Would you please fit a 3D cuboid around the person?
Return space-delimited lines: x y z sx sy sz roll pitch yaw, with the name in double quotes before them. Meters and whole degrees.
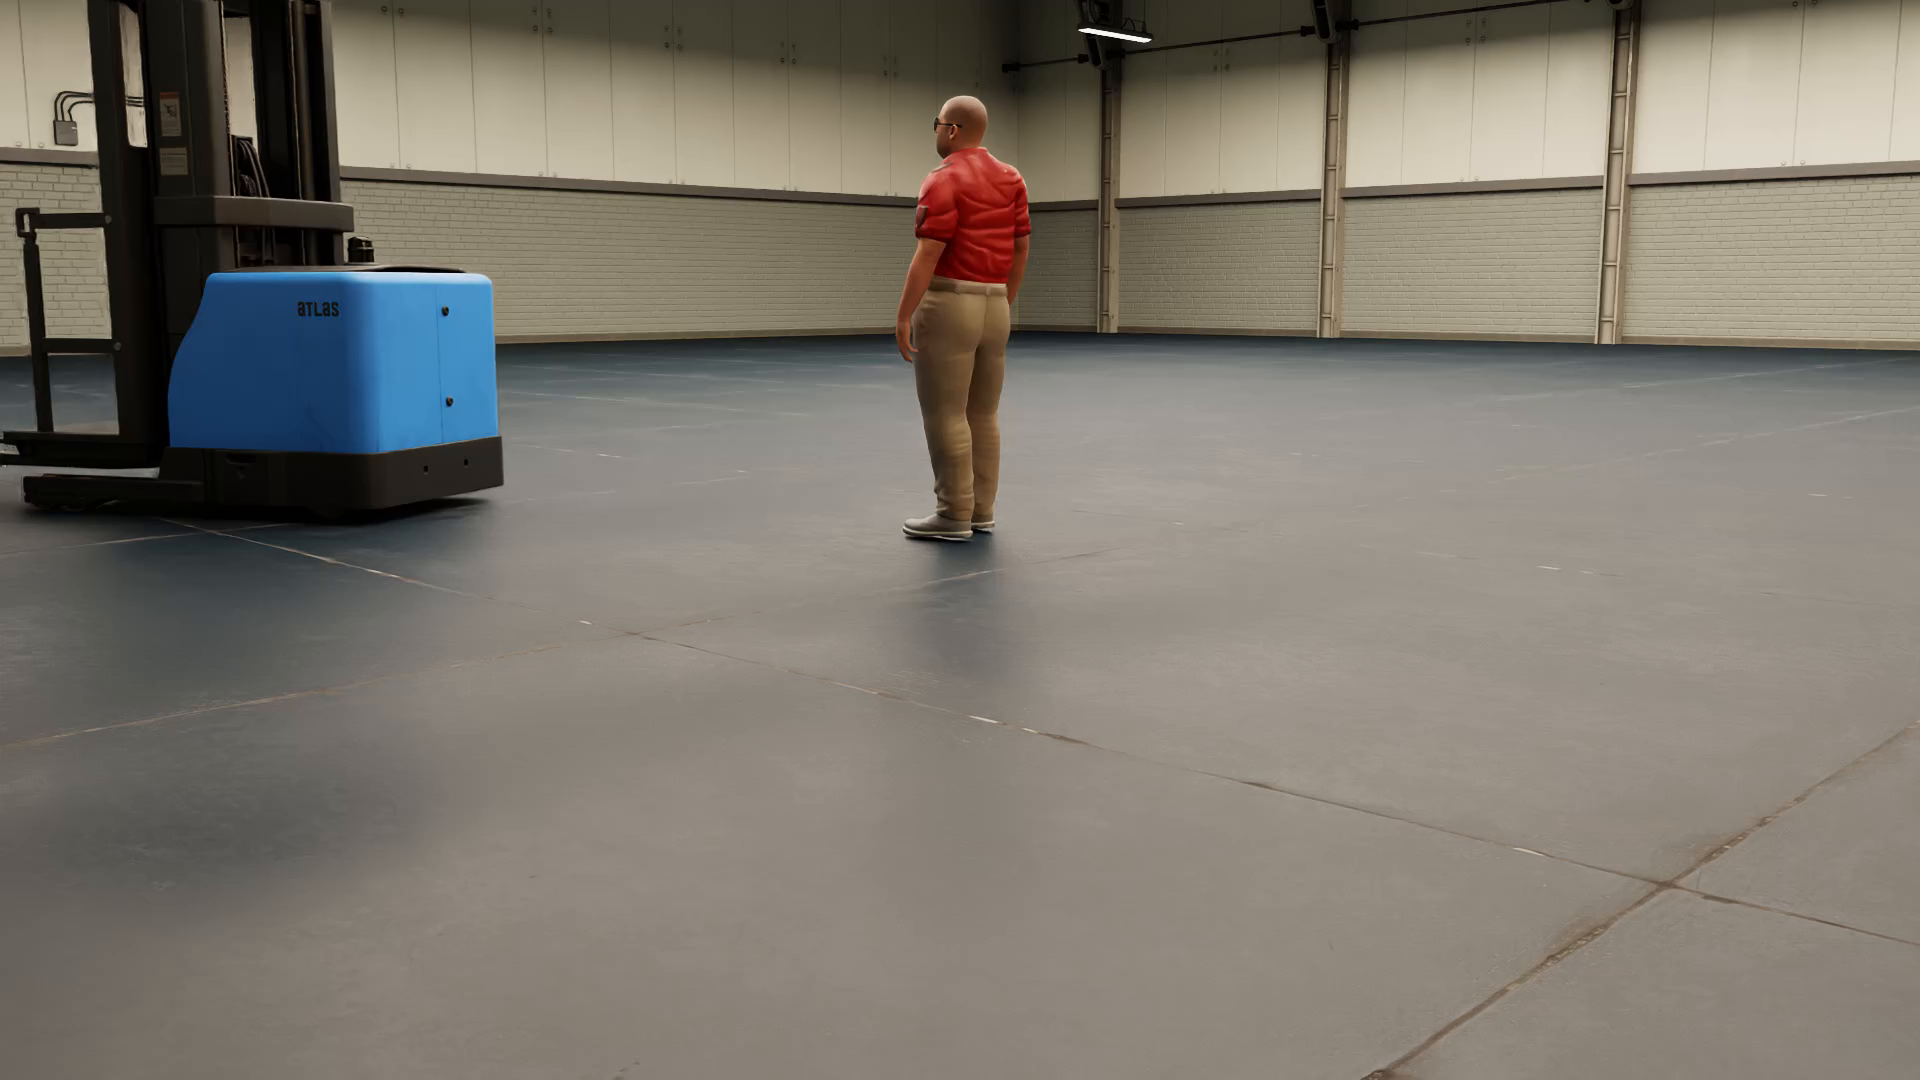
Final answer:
"person" -0.057 -0.873 6.657 0.550 1.727 0.641 8 12 43

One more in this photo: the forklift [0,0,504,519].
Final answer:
"forklift" -3.765 -1.646 7.806 3.031 2.935 1.130 3 9 18
